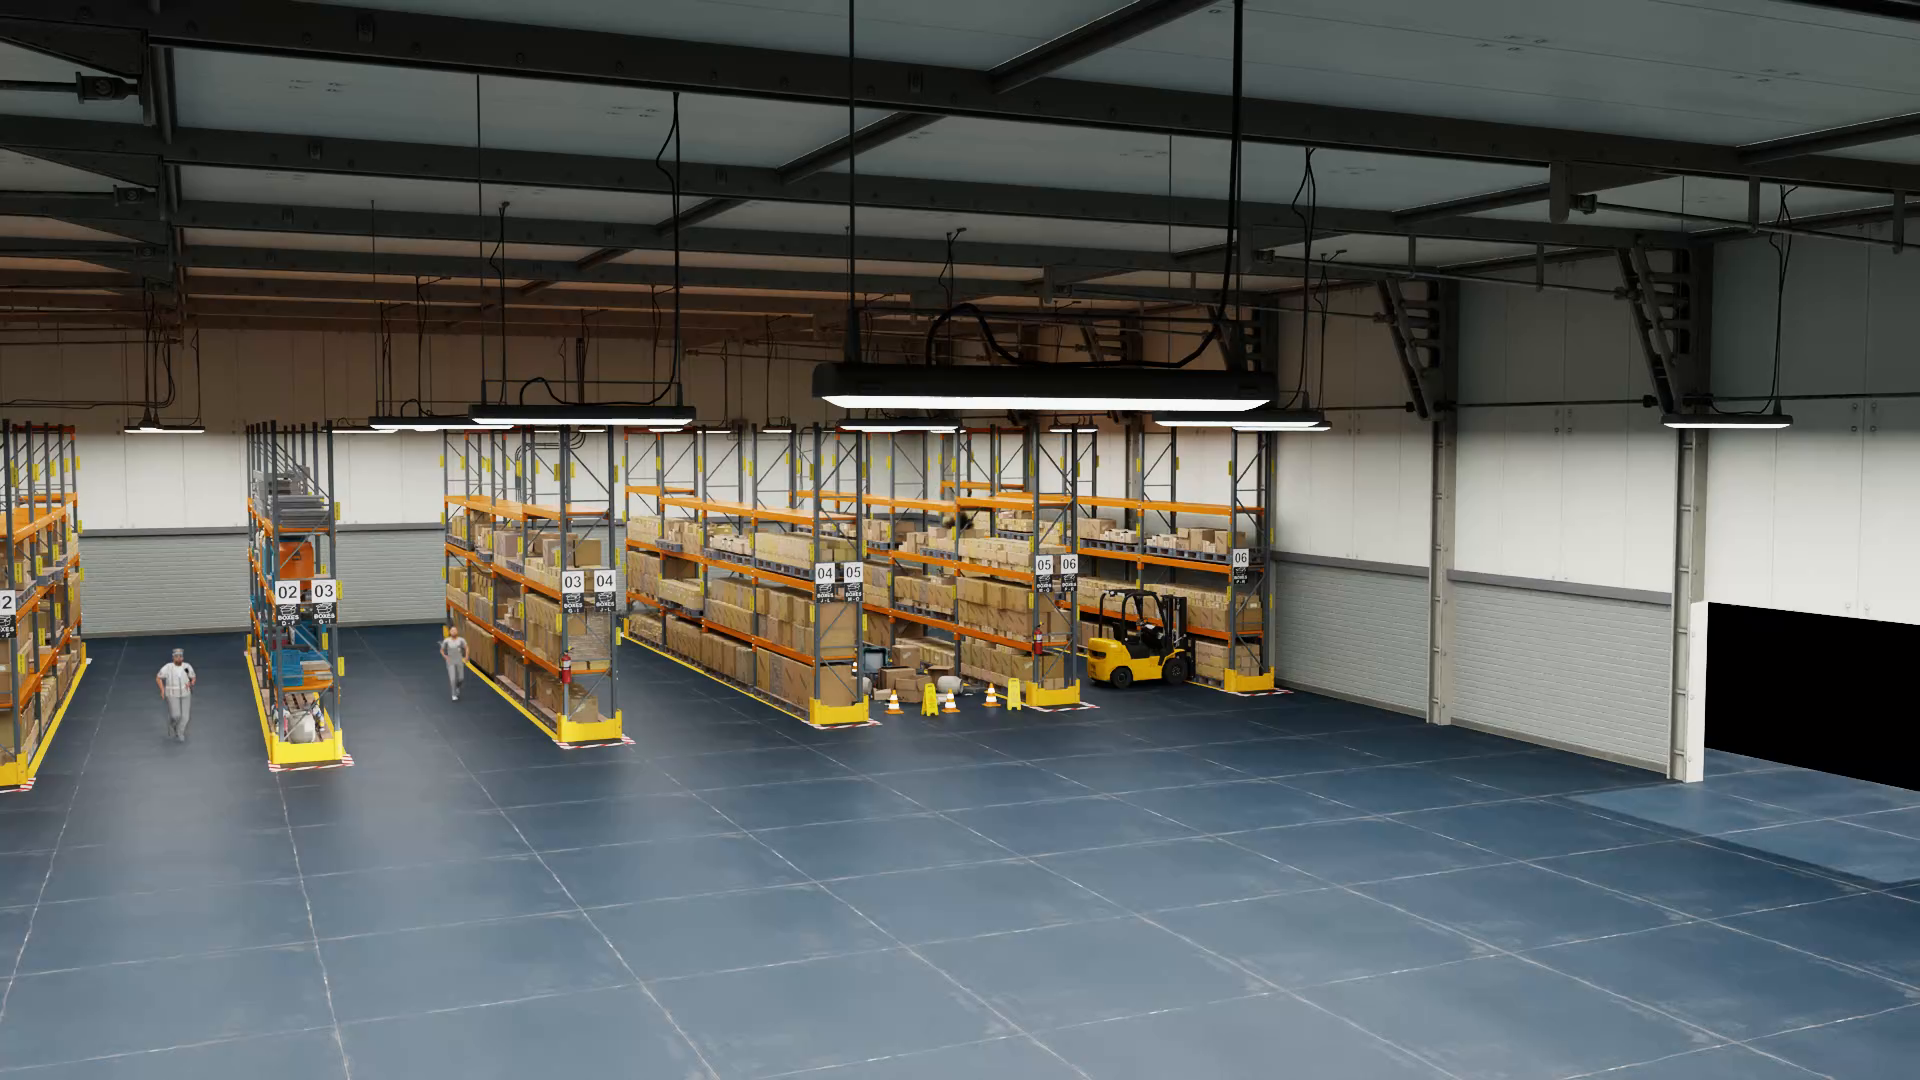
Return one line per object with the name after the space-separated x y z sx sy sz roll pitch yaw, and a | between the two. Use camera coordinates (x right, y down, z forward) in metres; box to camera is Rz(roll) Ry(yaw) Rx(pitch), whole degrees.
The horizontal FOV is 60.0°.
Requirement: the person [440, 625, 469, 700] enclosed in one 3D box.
-10.953 2.654 36.043 0.610 1.624 0.597 -2 4 -25 | person

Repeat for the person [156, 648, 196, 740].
-14.624 2.898 31.132 0.651 1.740 0.602 -3 5 -39 | person

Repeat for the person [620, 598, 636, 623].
-9.750 1.872 49.045 0.535 1.603 0.681 0 4 -4 | person
